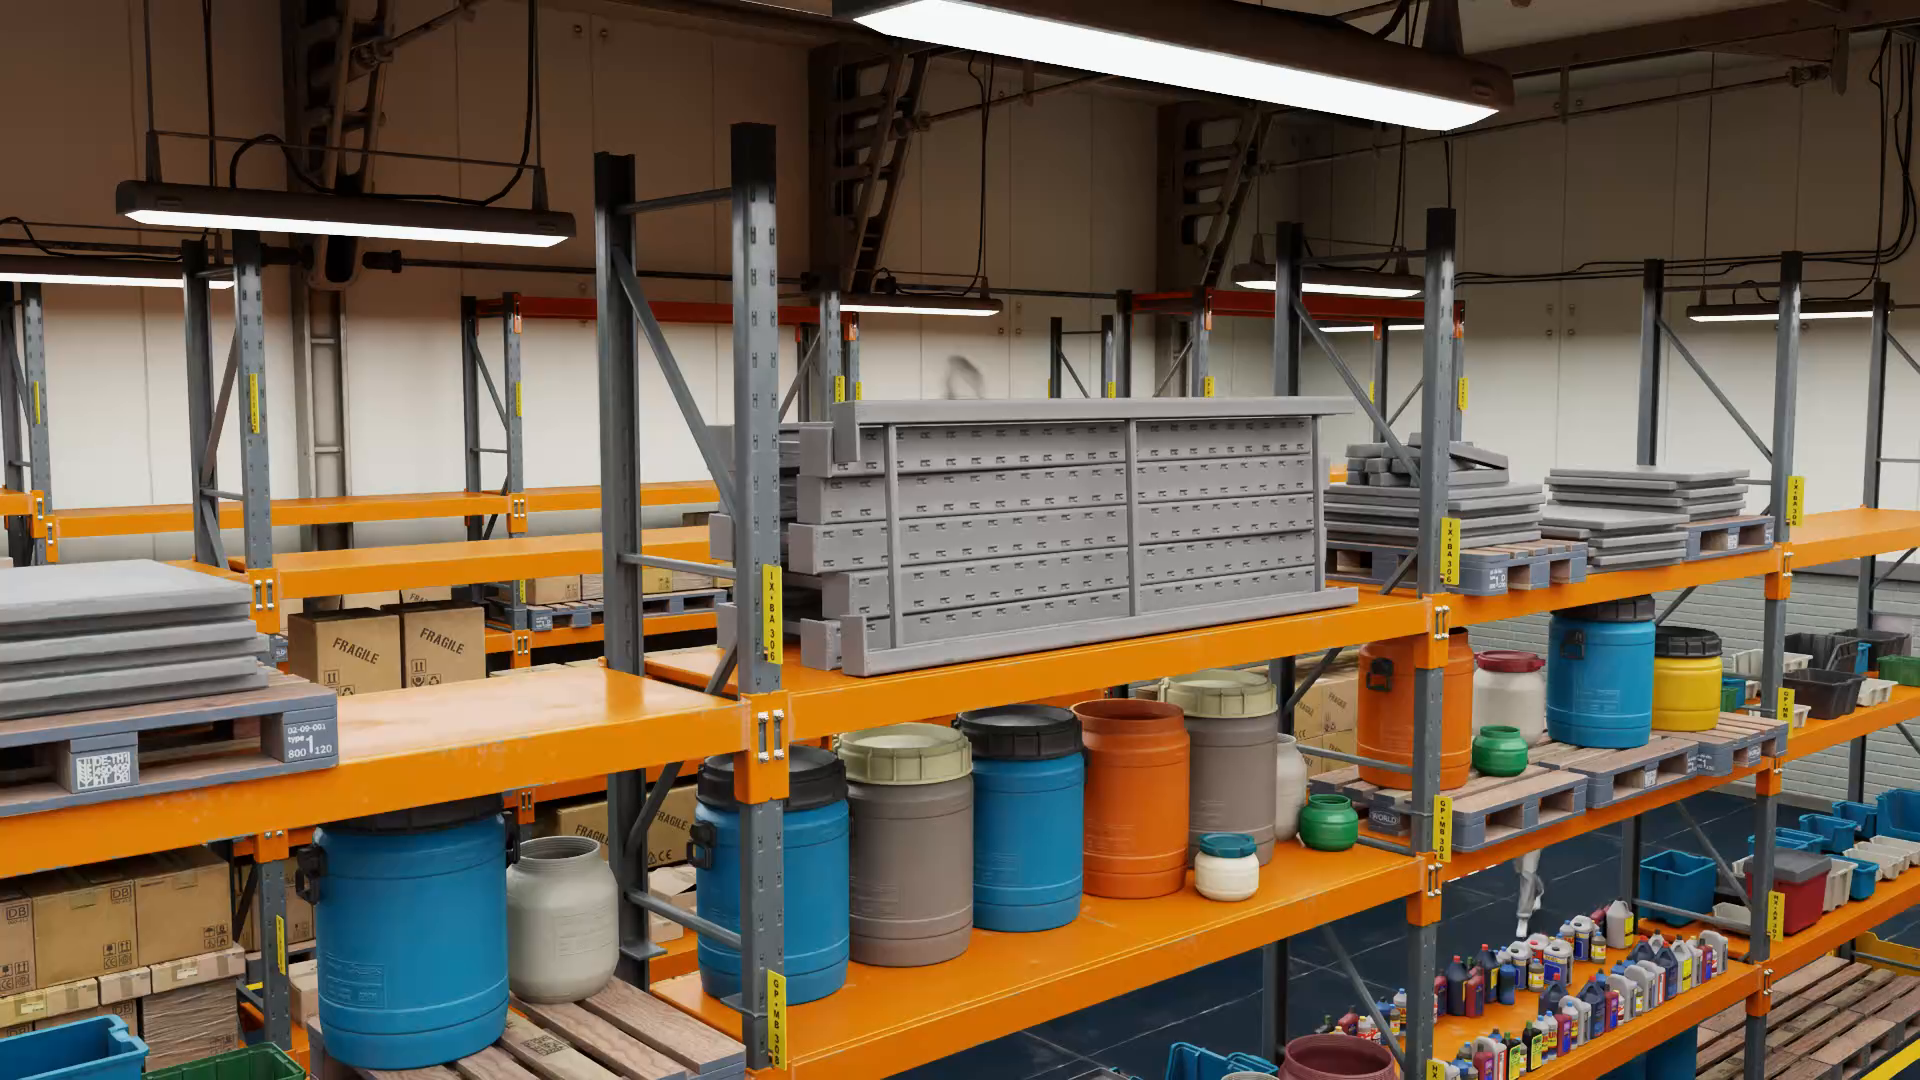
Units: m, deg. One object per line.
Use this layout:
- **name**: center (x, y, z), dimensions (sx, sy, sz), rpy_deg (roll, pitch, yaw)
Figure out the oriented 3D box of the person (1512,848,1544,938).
- **person**: center (5.376, 2.822, 15.846), dimensions (0.586, 1.680, 0.959), rpy_deg (4, 7, 37)
